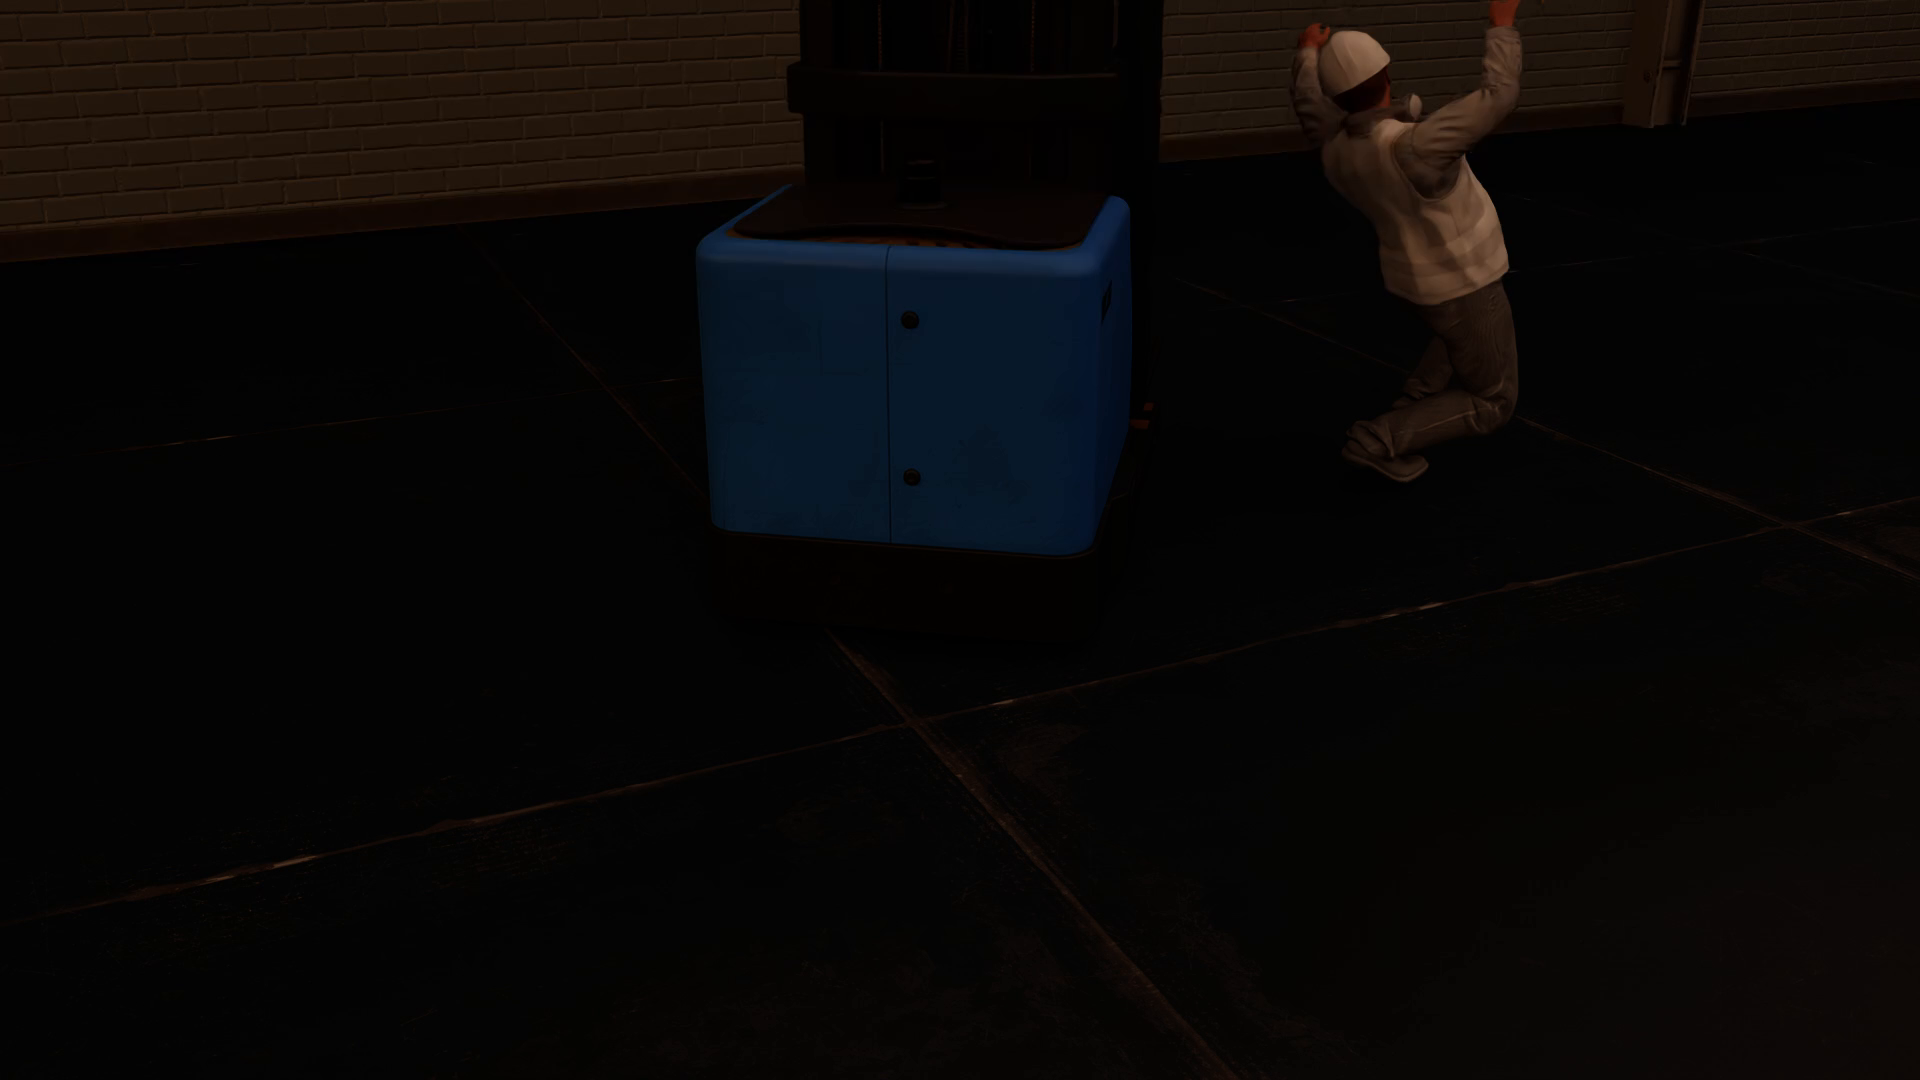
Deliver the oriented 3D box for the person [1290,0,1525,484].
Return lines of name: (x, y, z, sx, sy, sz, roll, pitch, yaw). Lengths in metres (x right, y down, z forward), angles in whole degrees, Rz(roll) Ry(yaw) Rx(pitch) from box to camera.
person: (1.473, -1.026, 5.511, 0.849, 1.621, 1.058, -6, 23, -13)

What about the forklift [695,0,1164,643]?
forklift: (0.106, -1.622, 5.190, 1.130, 2.935, 3.031, 4, 23, 10)
